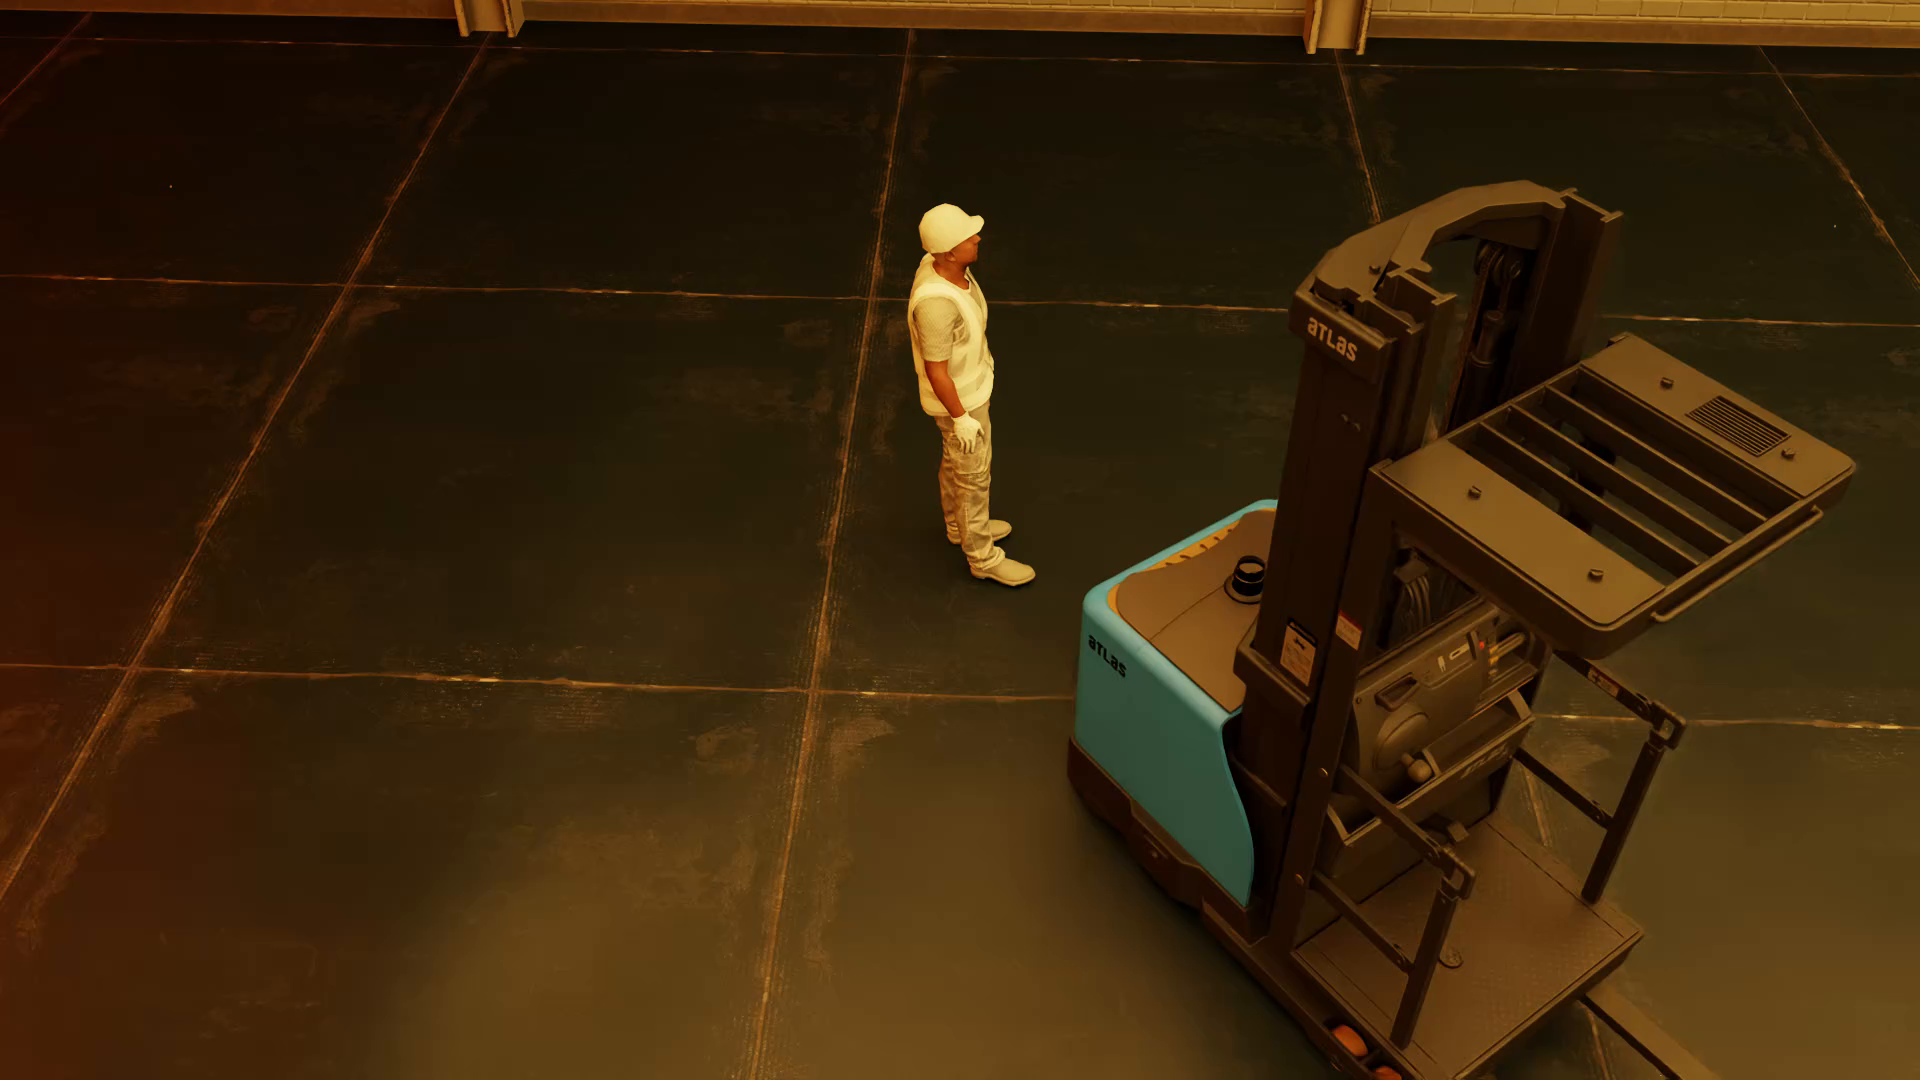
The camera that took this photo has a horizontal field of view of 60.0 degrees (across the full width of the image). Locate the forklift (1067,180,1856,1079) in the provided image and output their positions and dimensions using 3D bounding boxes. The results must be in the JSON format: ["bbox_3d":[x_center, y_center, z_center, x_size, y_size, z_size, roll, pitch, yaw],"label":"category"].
[{"bbox_3d":[1.707,0.520,5.173,1.130,2.935,3.031,-26,48,-26],"label":"forklift"}]

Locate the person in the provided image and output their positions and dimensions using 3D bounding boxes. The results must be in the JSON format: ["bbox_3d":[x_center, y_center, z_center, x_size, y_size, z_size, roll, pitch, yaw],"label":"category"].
[{"bbox_3d":[0.072,-0.656,7.302,0.575,1.784,0.656,2,42,2],"label":"person"}]
